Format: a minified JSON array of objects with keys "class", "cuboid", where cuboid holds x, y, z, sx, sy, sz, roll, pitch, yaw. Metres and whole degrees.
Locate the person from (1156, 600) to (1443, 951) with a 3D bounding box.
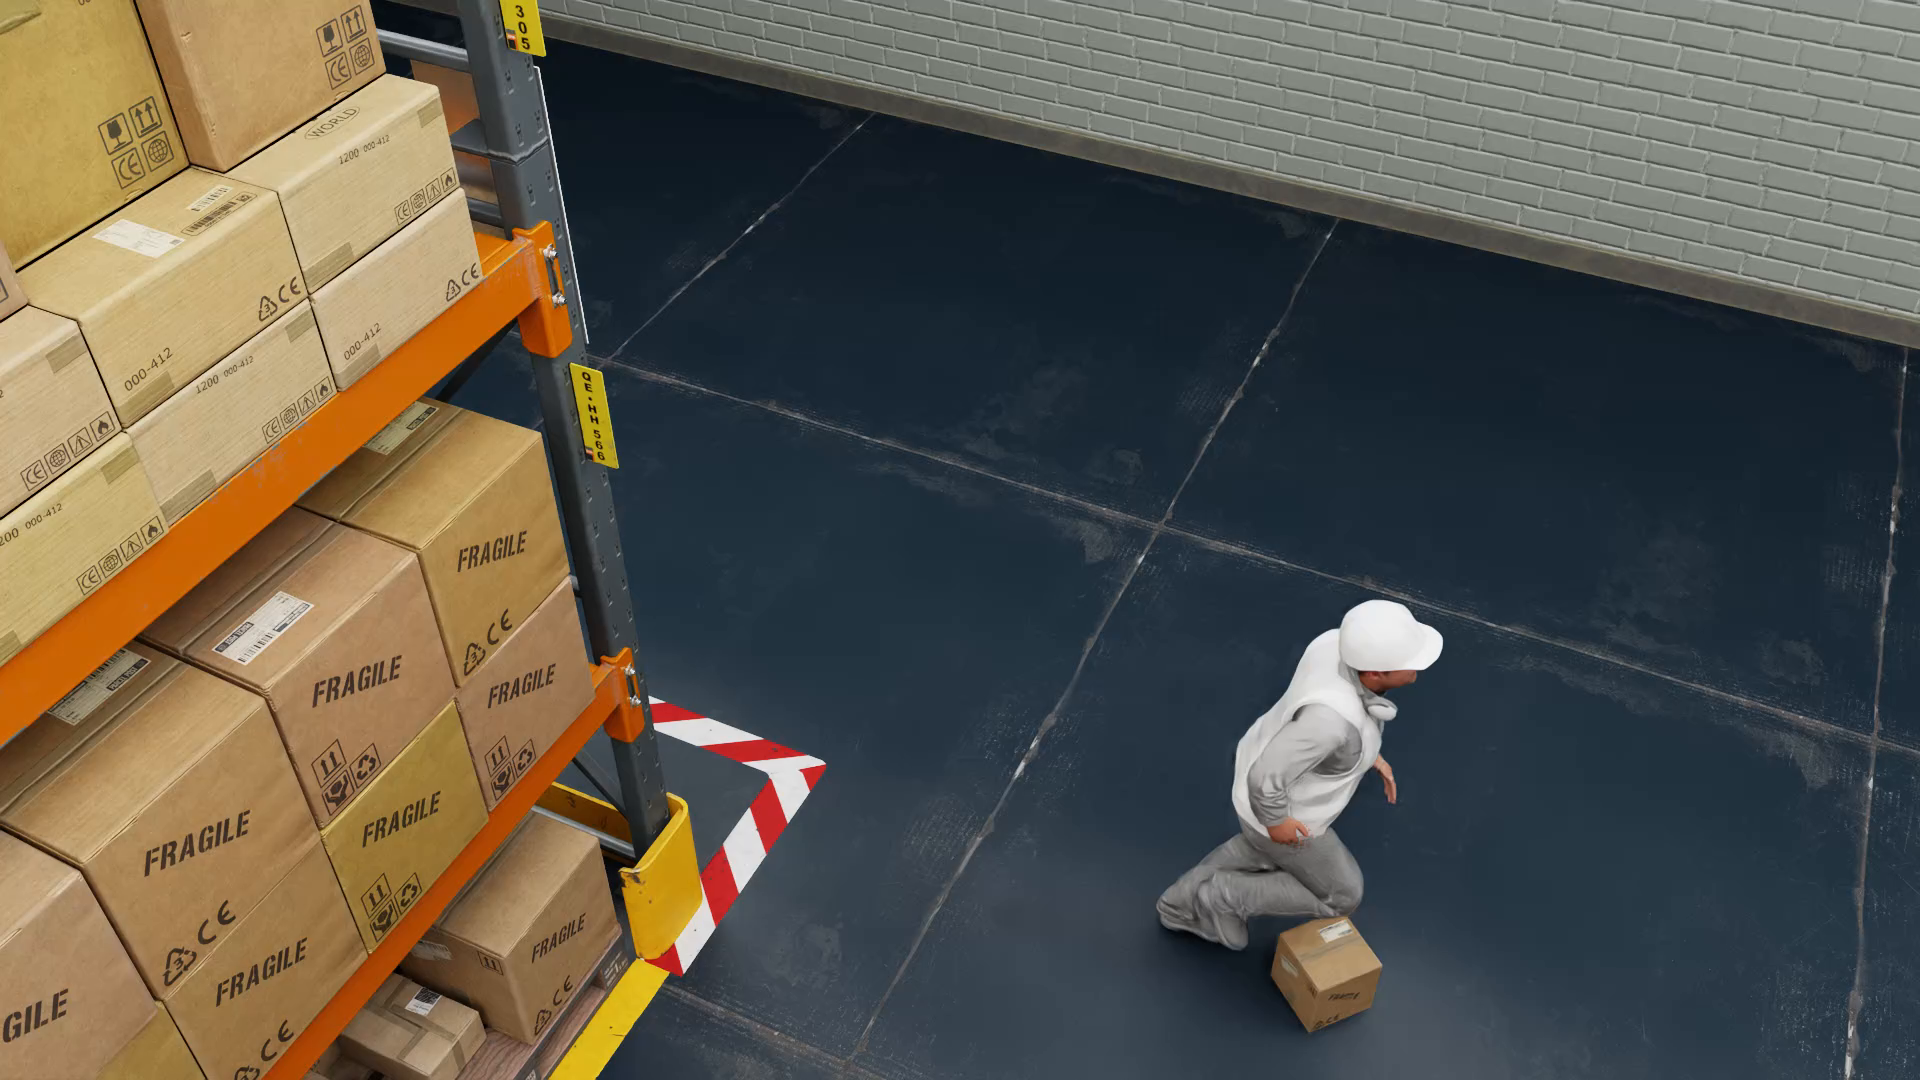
[{"class":"person","cuboid":[1.035,0.797,5.305,0.709,1.682,0.676,9,43,10]}]
